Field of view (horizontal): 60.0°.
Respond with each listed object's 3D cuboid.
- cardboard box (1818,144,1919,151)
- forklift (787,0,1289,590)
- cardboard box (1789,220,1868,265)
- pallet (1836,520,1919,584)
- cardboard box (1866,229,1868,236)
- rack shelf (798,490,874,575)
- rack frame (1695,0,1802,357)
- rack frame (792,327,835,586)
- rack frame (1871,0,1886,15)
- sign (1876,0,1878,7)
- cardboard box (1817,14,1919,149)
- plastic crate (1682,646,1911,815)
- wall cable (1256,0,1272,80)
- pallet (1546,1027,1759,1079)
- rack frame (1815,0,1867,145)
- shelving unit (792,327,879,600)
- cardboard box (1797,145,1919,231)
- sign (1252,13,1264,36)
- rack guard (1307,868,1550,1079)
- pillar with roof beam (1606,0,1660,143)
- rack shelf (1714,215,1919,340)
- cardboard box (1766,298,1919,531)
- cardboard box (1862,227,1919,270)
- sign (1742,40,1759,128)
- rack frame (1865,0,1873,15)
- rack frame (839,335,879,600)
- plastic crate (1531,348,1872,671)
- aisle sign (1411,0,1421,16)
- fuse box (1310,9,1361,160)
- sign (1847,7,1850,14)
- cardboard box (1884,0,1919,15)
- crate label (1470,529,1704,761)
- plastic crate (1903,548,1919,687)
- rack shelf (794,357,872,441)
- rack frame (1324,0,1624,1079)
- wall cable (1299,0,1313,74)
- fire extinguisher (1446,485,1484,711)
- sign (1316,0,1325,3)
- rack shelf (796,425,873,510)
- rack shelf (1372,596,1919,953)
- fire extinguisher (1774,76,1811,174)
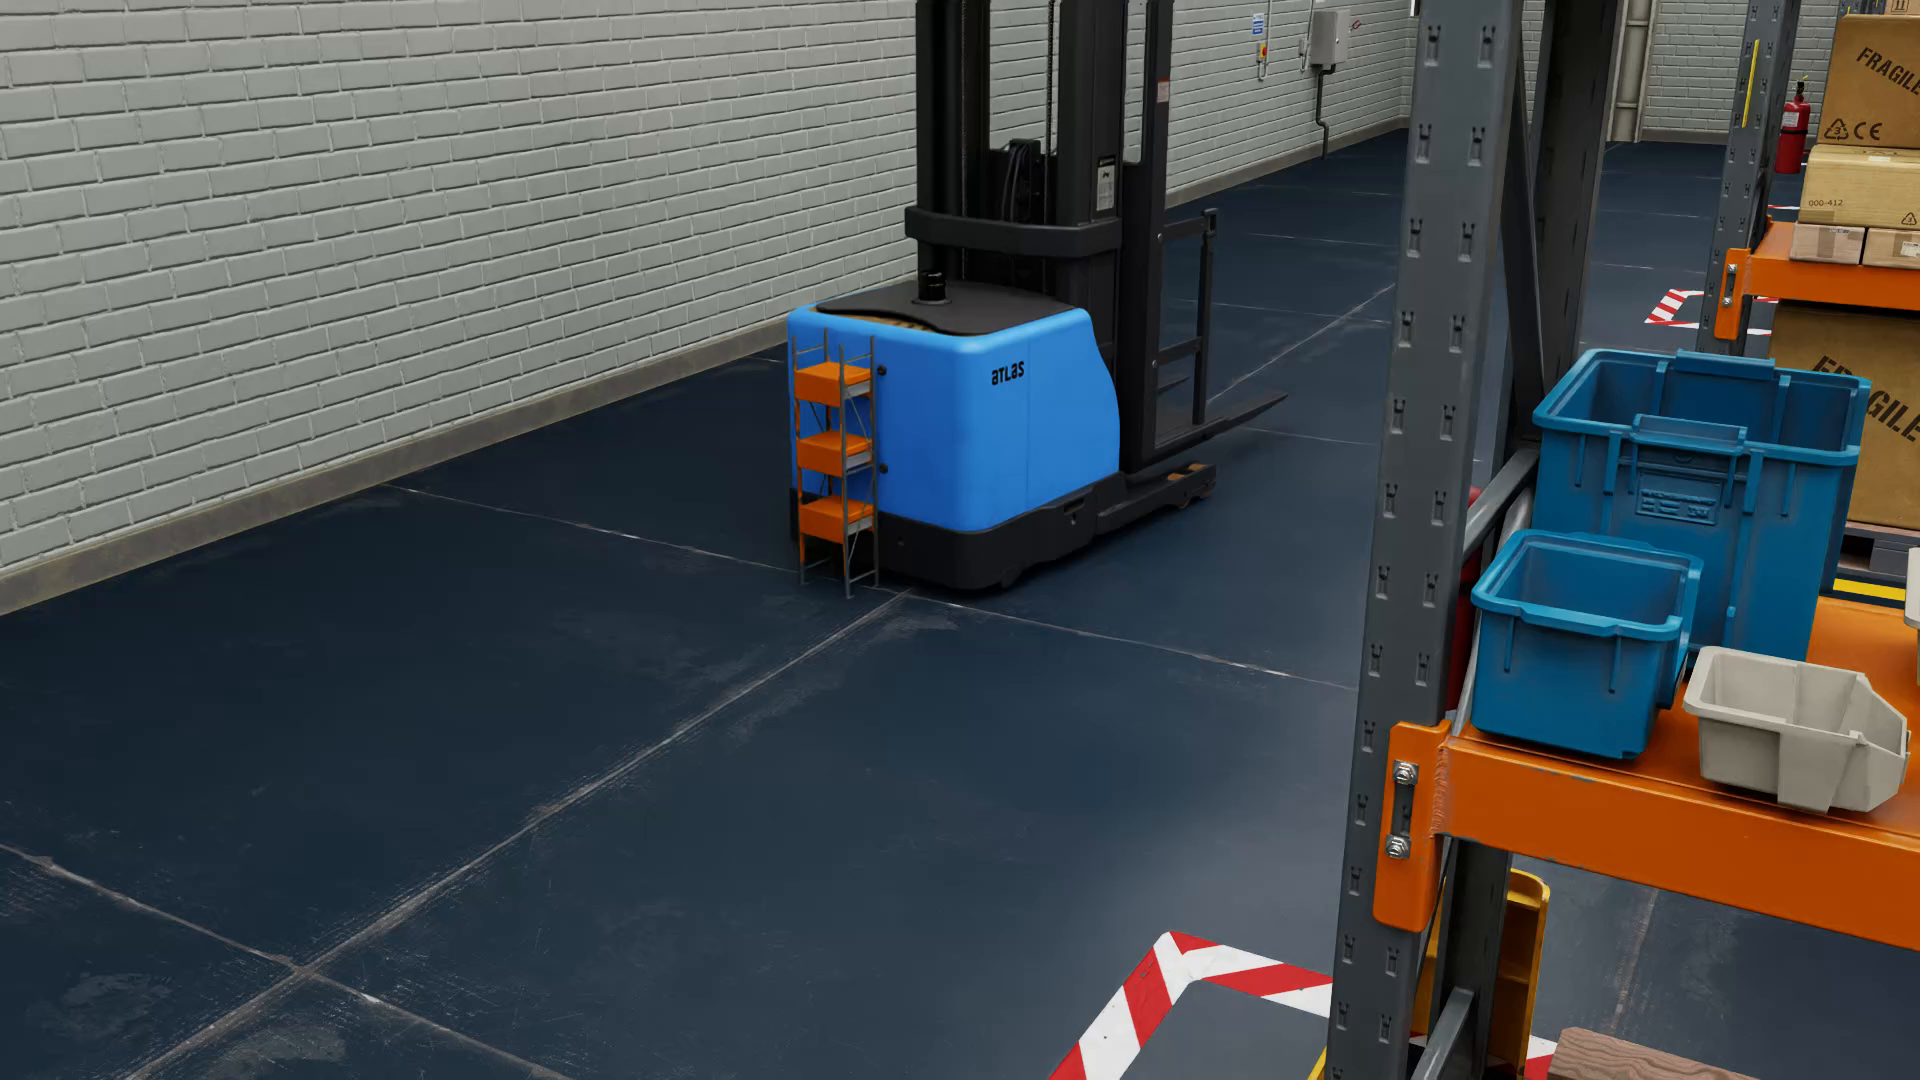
[{"bbox_3d":[3.910,-1.566,7.067,0.500,0.250,0.500,10,22,26],"label":"cardboard box"},{"bbox_3d":[0.567,-1.615,7.519,1.130,2.935,3.031,15,25,35],"label":"forklift"},{"bbox_3d":[3.507,-1.223,6.705,0.250,0.149,0.380,11,23,28],"label":"cardboard box"},{"bbox_3d":[4.094,-0.078,7.269,1.213,0.211,1.003,11,23,27],"label":"pallet"},{"bbox_3d":[3.829,-1.419,7.246,0.250,0.149,0.380,11,23,28],"label":"cardboard box"},{"bbox_3d":[-0.494,-0.033,6.763,0.240,0.259,0.215,15,25,35],"label":"rack shelf"},{"bbox_3d":[3.358,-1.498,7.096,0.127,3.000,1.000,11,23,27],"label":"rack frame"},{"bbox_3d":[-0.591,-0.330,6.734,0.008,1.050,0.200,15,25,35],"label":"rack frame"},{"bbox_3d":[10.608,-5.927,19.305,0.127,3.000,1.000,11,23,27],"label":"rack frame"},{"bbox_3d":[10.344,-6.172,18.712,0.005,0.325,0.100,11,23,27],"label":"sign"},{"bbox_3d":[3.911,-1.917,6.935,0.500,0.500,0.500,11,23,28],"label":"cardboard box"},{"bbox_3d":[1.237,0.289,2.468,0.298,0.136,0.250,11,23,27],"label":"plastic crate"},{"bbox_3d":[3.257,-5.871,17.617,0.123,1.953,0.585,11,23,27],"label":"wall cable"},{"bbox_3d":[1.643,1.436,3.097,1.213,0.211,1.003,11,23,27],"label":"pallet"},{"bbox_3d":[5.865,-2.958,11.120,0.127,3.000,1.000,11,23,27],"label":"rack frame"},{"bbox_3d":[-0.494,-0.304,6.664,0.252,1.050,0.215,15,25,35],"label":"shelving unit"},{"bbox_3d":[3.645,-1.407,6.629,0.500,0.250,0.500,10,22,26],"label":"cardboard box"},{"bbox_3d":[3.180,-5.502,17.738,0.001,0.218,0.327,11,23,27],"label":"sign"},{"bbox_3d":[0.915,1.151,3.458,0.348,0.500,1.175,11,23,27],"label":"rack guard"},{"bbox_3d":[6.594,-8.182,16.724,0.400,9.000,9.100,11,23,27],"label":"pillar with roof beam"},{"bbox_3d":[5.104,-0.827,6.302,4.000,0.370,1.077,11,23,27],"label":"rack shelf"},{"bbox_3d":[3.956,-0.614,7.159,0.875,0.875,0.875,11,23,27],"label":"cardboard box"},{"bbox_3d":[3.732,-1.180,6.589,0.250,0.149,0.380,10,22,27],"label":"cardboard box"},{"bbox_3d":[3.082,-1.778,6.482,0.005,0.325,0.100,11,23,27],"label":"sign"},{"bbox_3d":[8.191,-4.448,15.229,0.127,3.000,1.000,11,23,27],"label":"rack frame"},{"bbox_3d":[-0.398,-0.279,6.594,0.008,1.050,0.200,15,25,35],"label":"rack frame"},{"bbox_3d":[1.326,-0.068,3.015,0.499,0.435,0.616,11,23,27],"label":"plastic crate"},{"bbox_3d":[0.735,-1.169,2.377,0.004,0.787,0.394,11,23,27],"label":"aisle sign"},{"bbox_3d":[4.409,-5.374,19.672,0.414,1.711,0.539,11,23,27],"label":"fuse box"},{"bbox_3d":[5.600,-3.203,10.527,0.005,0.325,0.100,11,23,27],"label":"sign"},{"bbox_3d":[6.127,-3.461,10.459,0.500,0.500,0.500,11,22,27],"label":"cardboard box"},{"bbox_3d":[0.997,0.166,2.666,0.303,0.233,0.416,11,23,27],"label":"crate label"},{"bbox_3d":[1.743,0.154,2.841,0.243,0.136,0.396,11,23,27],"label":"plastic crate"},{"bbox_3d":[-0.494,-0.561,6.571,0.240,0.259,0.215,15,25,35],"label":"rack shelf"},{"bbox_3d":[0.942,-0.024,3.031,0.127,3.000,1.000,11,23,27],"label":"rack frame"},{"bbox_3d":[3.938,-6.281,18.791,0.122,1.984,0.588,11,23,27],"label":"wall cable"},{"bbox_3d":[1.032,0.028,3.550,0.183,0.674,0.296,11,23,27],"label":"fire extinguisher"},{"bbox_3d":[4.201,-6.386,19.361,0.001,0.242,0.339,11,23,27],"label":"sign"},{"bbox_3d":[-0.494,-0.294,6.668,0.240,0.259,0.215,15,25,35],"label":"rack shelf"},{"bbox_3d":[2.688,0.647,2.237,4.000,0.370,1.077,11,23,27],"label":"rack shelf"},{"bbox_3d":[5.870,-2.925,11.691,0.183,0.674,0.296,11,23,27],"label":"fire extinguisher"}]
